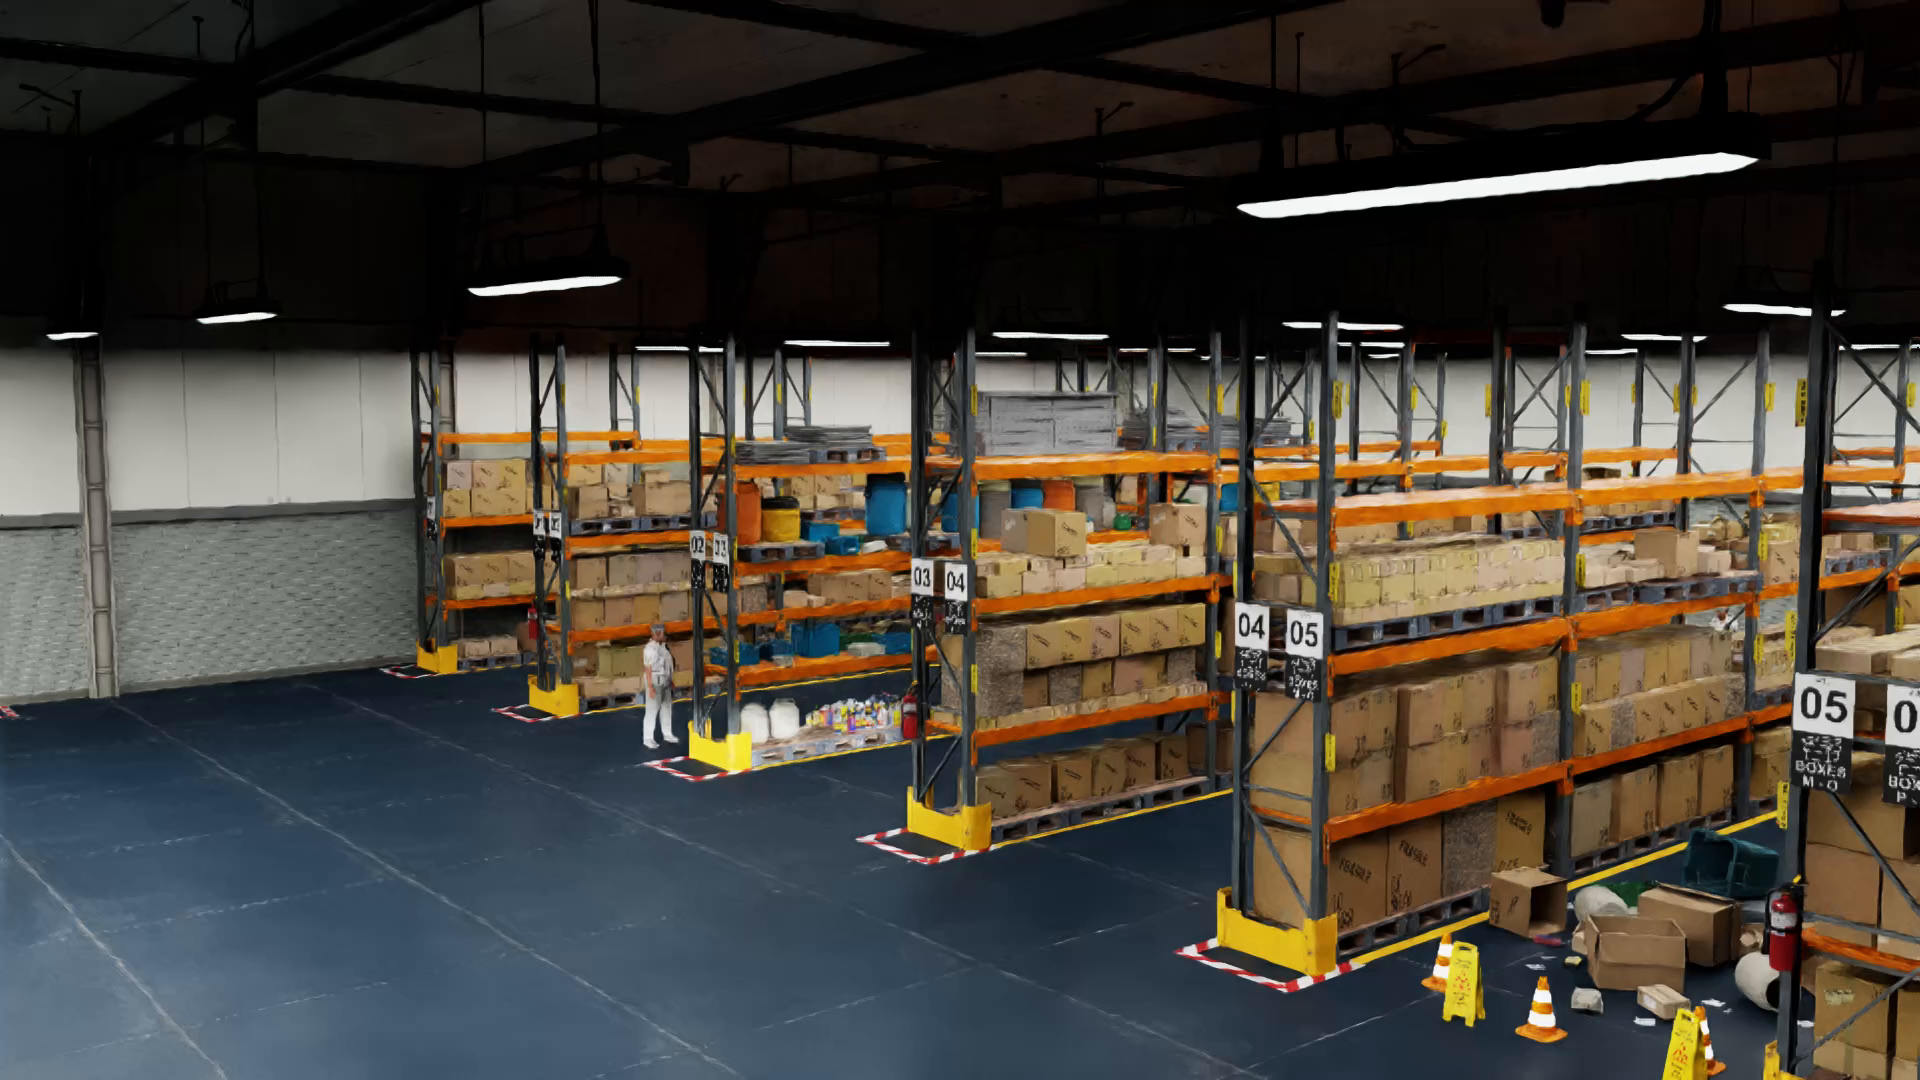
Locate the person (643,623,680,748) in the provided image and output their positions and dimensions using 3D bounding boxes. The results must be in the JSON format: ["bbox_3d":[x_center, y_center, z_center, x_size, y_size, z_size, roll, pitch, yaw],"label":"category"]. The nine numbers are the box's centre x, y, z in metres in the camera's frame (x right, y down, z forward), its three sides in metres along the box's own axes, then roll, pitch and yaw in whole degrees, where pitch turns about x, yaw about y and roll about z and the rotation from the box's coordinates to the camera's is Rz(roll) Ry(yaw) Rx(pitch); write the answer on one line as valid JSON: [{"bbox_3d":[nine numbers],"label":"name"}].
[{"bbox_3d":[-4.306,2.068,23.903,0.475,1.761,0.595,2,6,19],"label":"person"}]

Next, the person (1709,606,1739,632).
[{"bbox_3d":[12.641,1.815,27.554,1.090,1.583,0.497,-4,7,-37],"label":"person"}]
